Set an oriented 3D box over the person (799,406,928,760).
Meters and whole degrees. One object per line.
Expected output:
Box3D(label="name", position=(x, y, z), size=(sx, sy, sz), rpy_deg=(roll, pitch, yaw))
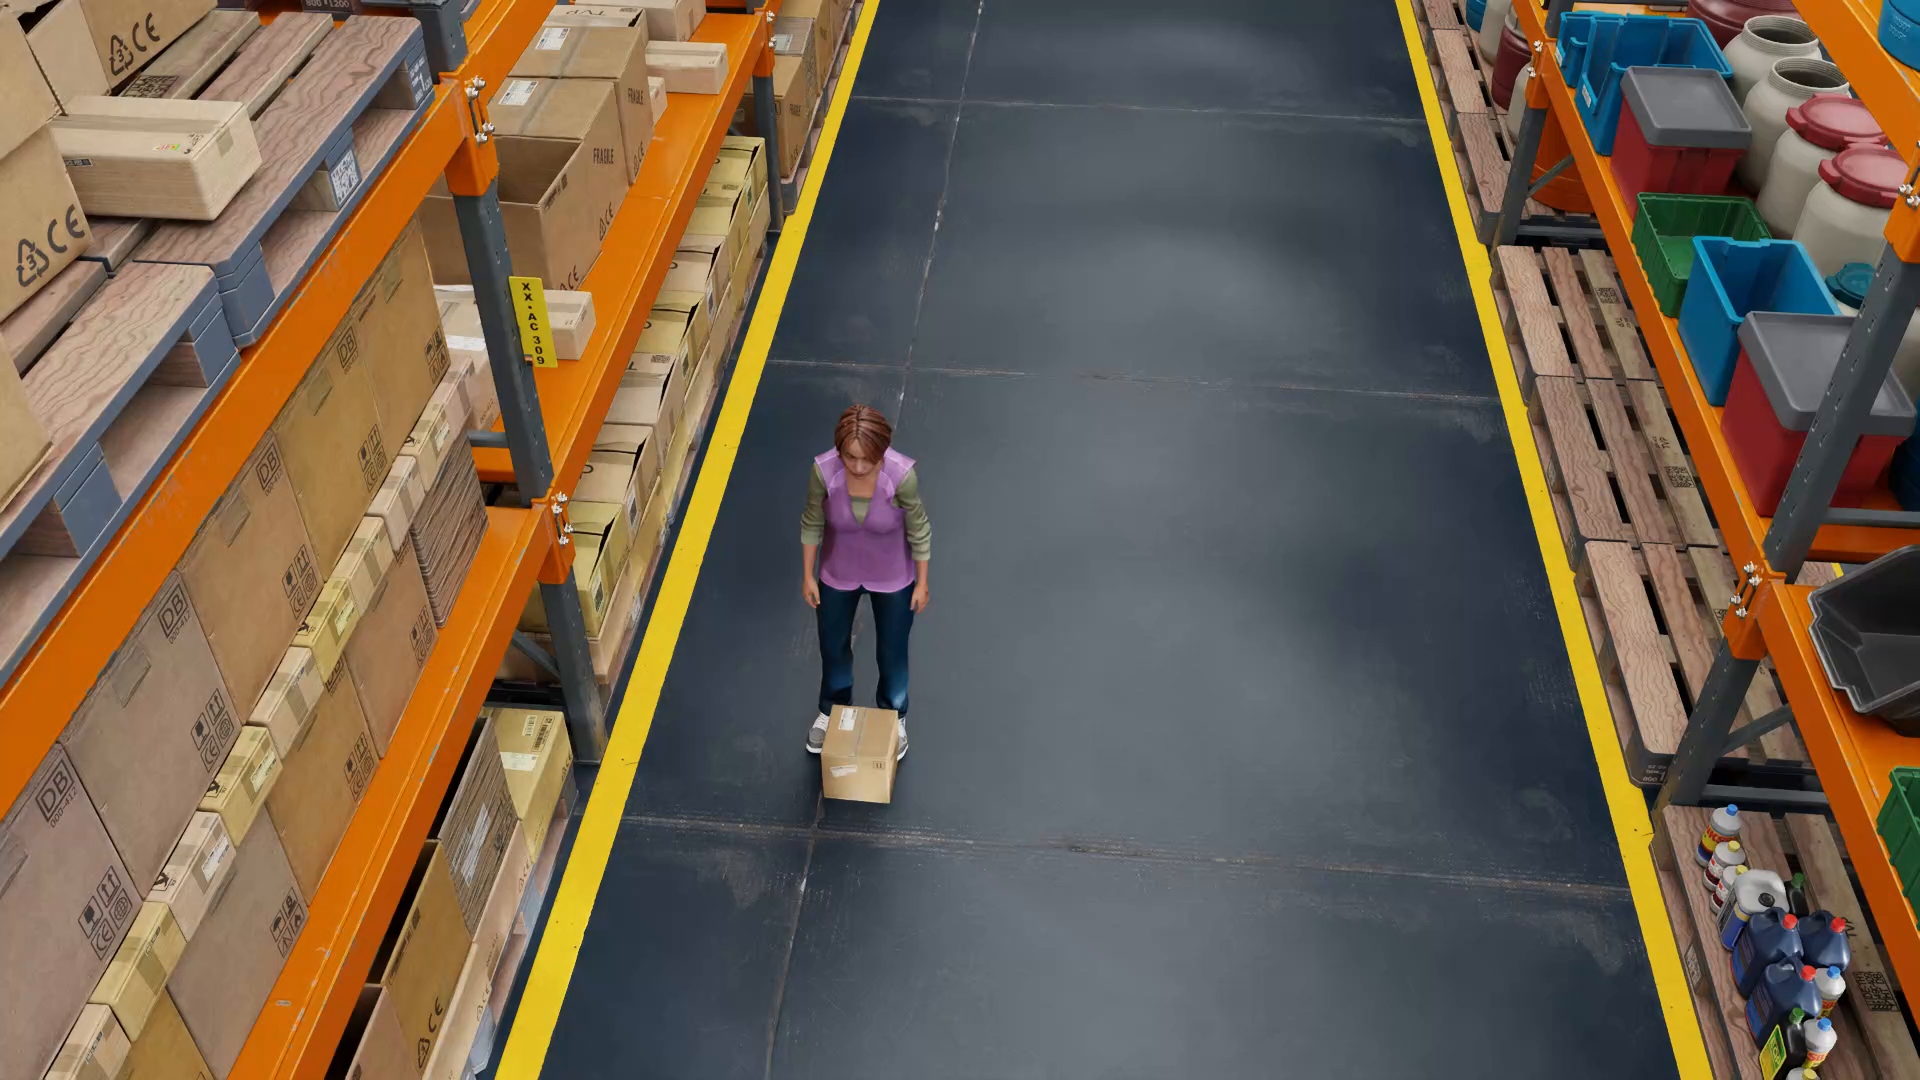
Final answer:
Box3D(label="person", position=(-0.350, 0.144, 6.001), size=(0.471, 1.588, 0.354), rpy_deg=(3, 41, 4))
